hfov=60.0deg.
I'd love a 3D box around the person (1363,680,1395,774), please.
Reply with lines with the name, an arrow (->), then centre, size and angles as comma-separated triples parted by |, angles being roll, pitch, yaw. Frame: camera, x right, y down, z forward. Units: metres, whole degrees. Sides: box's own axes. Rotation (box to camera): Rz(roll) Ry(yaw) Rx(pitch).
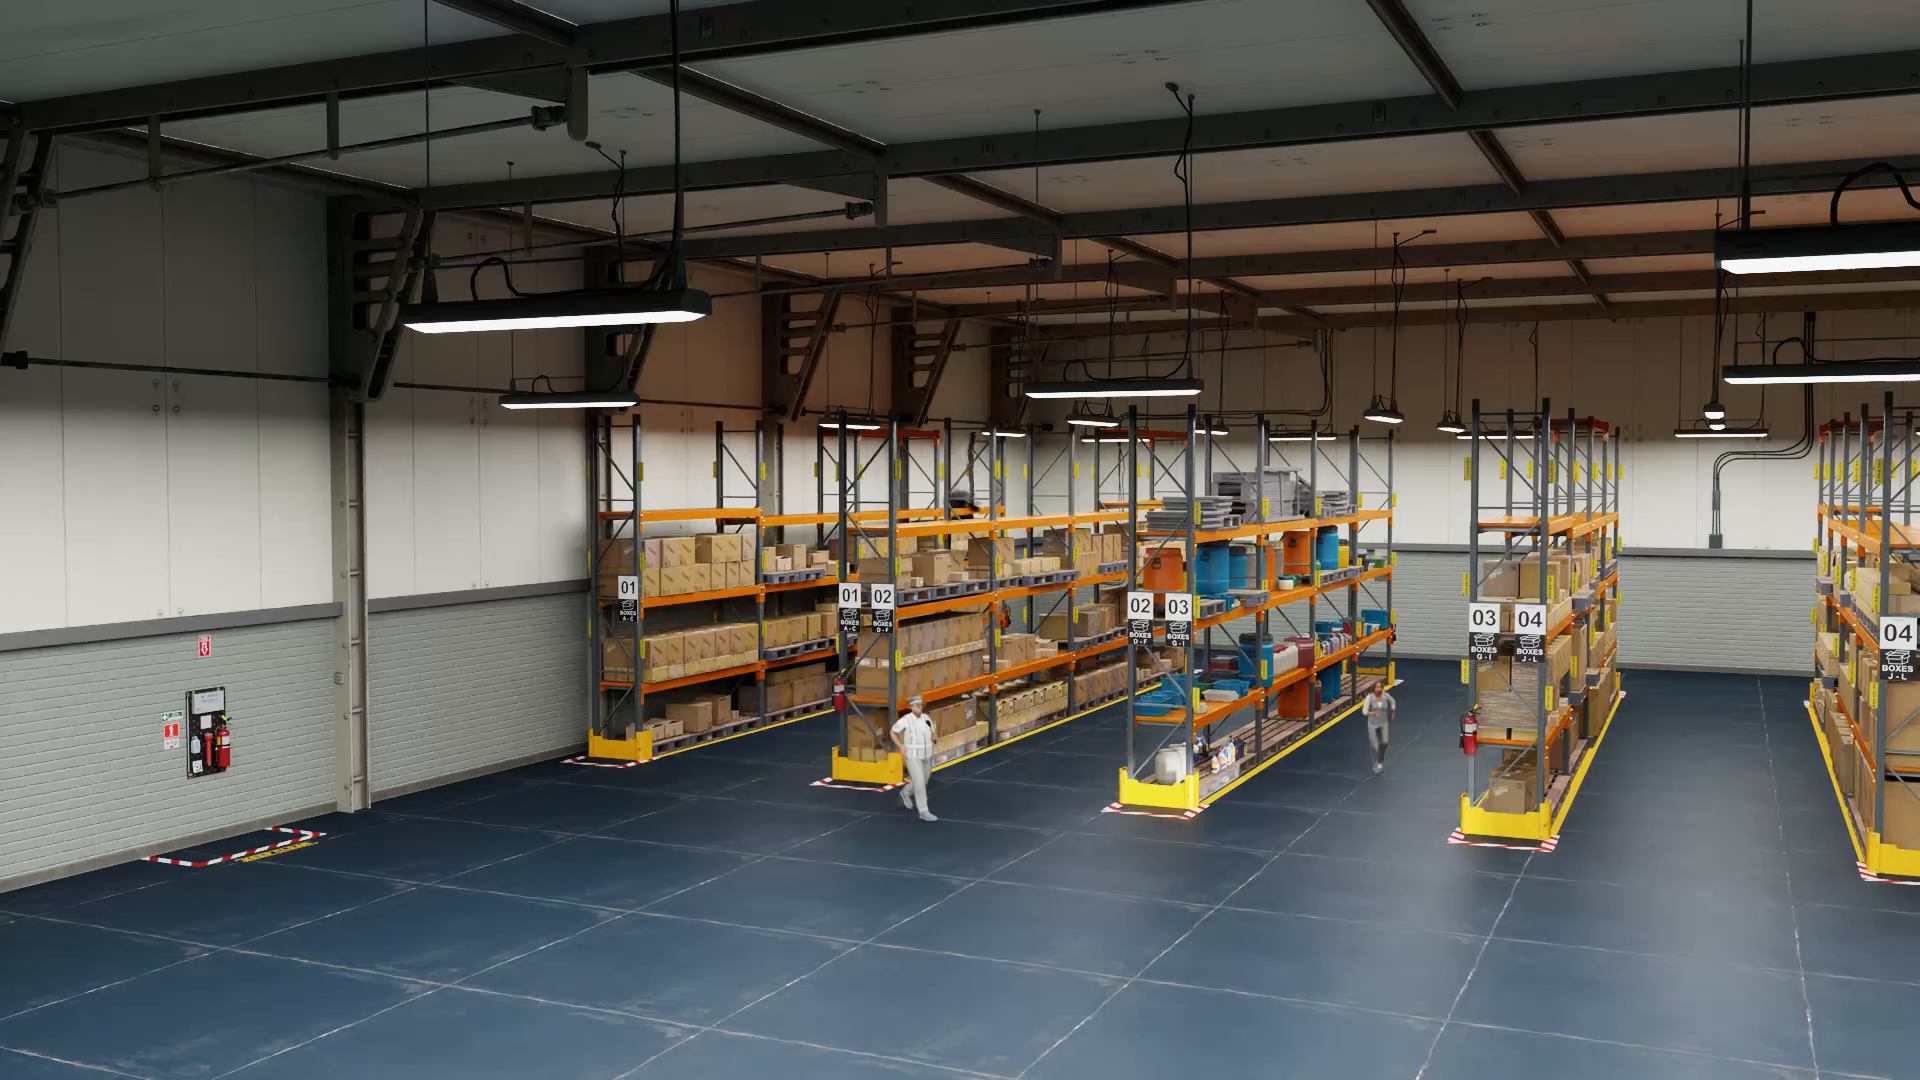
person -> 6.891, 3.069, 27.340 | 0.565, 1.553, 0.743 | 0, 2, 4

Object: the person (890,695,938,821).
person -> -0.621, 3.113, 24.012 | 0.668, 1.753, 0.981 | -2, 3, -40

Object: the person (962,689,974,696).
person -> 0.100, 2.702, 36.436 | 0.547, 1.563, 0.755 | 1, 2, 17
